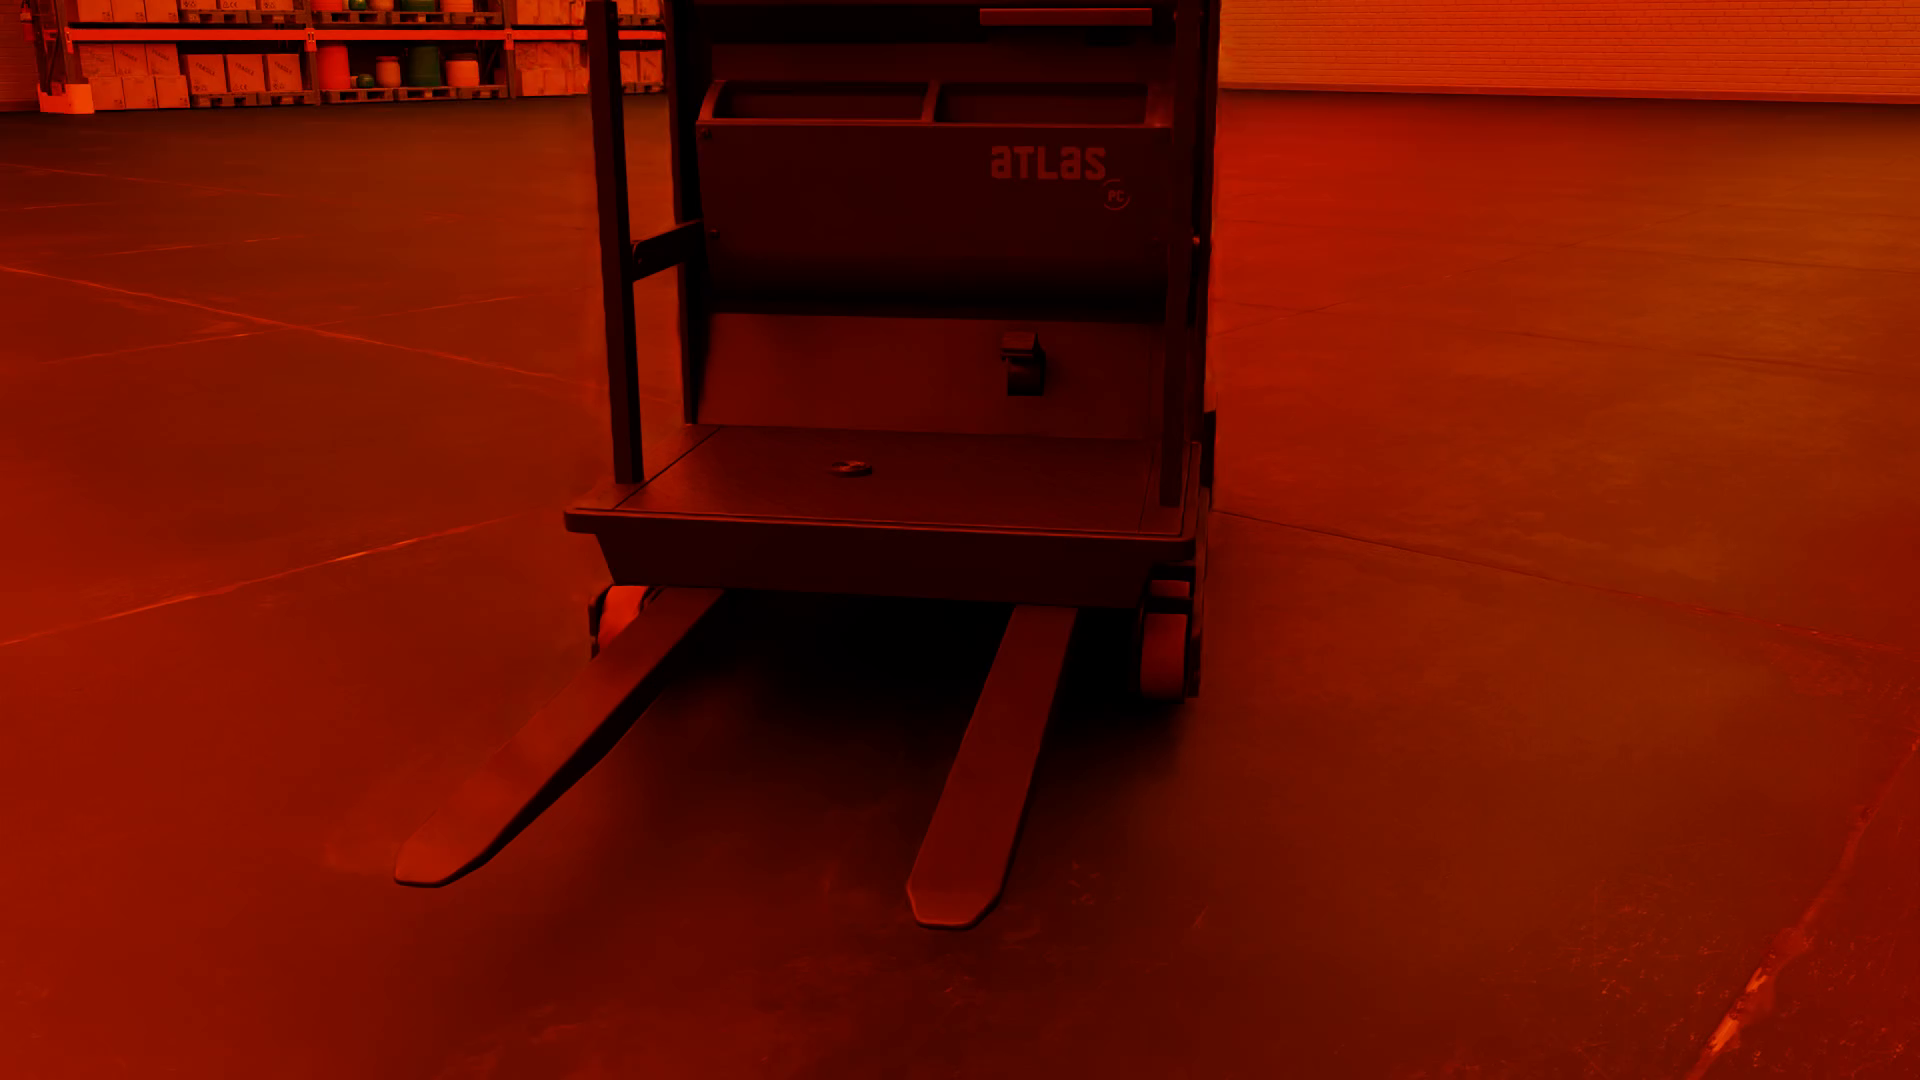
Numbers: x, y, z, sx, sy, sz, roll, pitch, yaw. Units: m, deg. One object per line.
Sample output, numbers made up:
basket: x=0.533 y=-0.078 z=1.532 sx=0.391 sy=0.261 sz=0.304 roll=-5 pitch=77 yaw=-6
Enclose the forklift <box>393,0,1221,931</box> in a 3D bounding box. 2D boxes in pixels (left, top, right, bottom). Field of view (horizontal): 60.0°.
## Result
forklift: x=-0.080 y=-1.220 z=2.916 sx=1.130 sy=2.935 sz=3.031 roll=3 pitch=17 yaw=9
